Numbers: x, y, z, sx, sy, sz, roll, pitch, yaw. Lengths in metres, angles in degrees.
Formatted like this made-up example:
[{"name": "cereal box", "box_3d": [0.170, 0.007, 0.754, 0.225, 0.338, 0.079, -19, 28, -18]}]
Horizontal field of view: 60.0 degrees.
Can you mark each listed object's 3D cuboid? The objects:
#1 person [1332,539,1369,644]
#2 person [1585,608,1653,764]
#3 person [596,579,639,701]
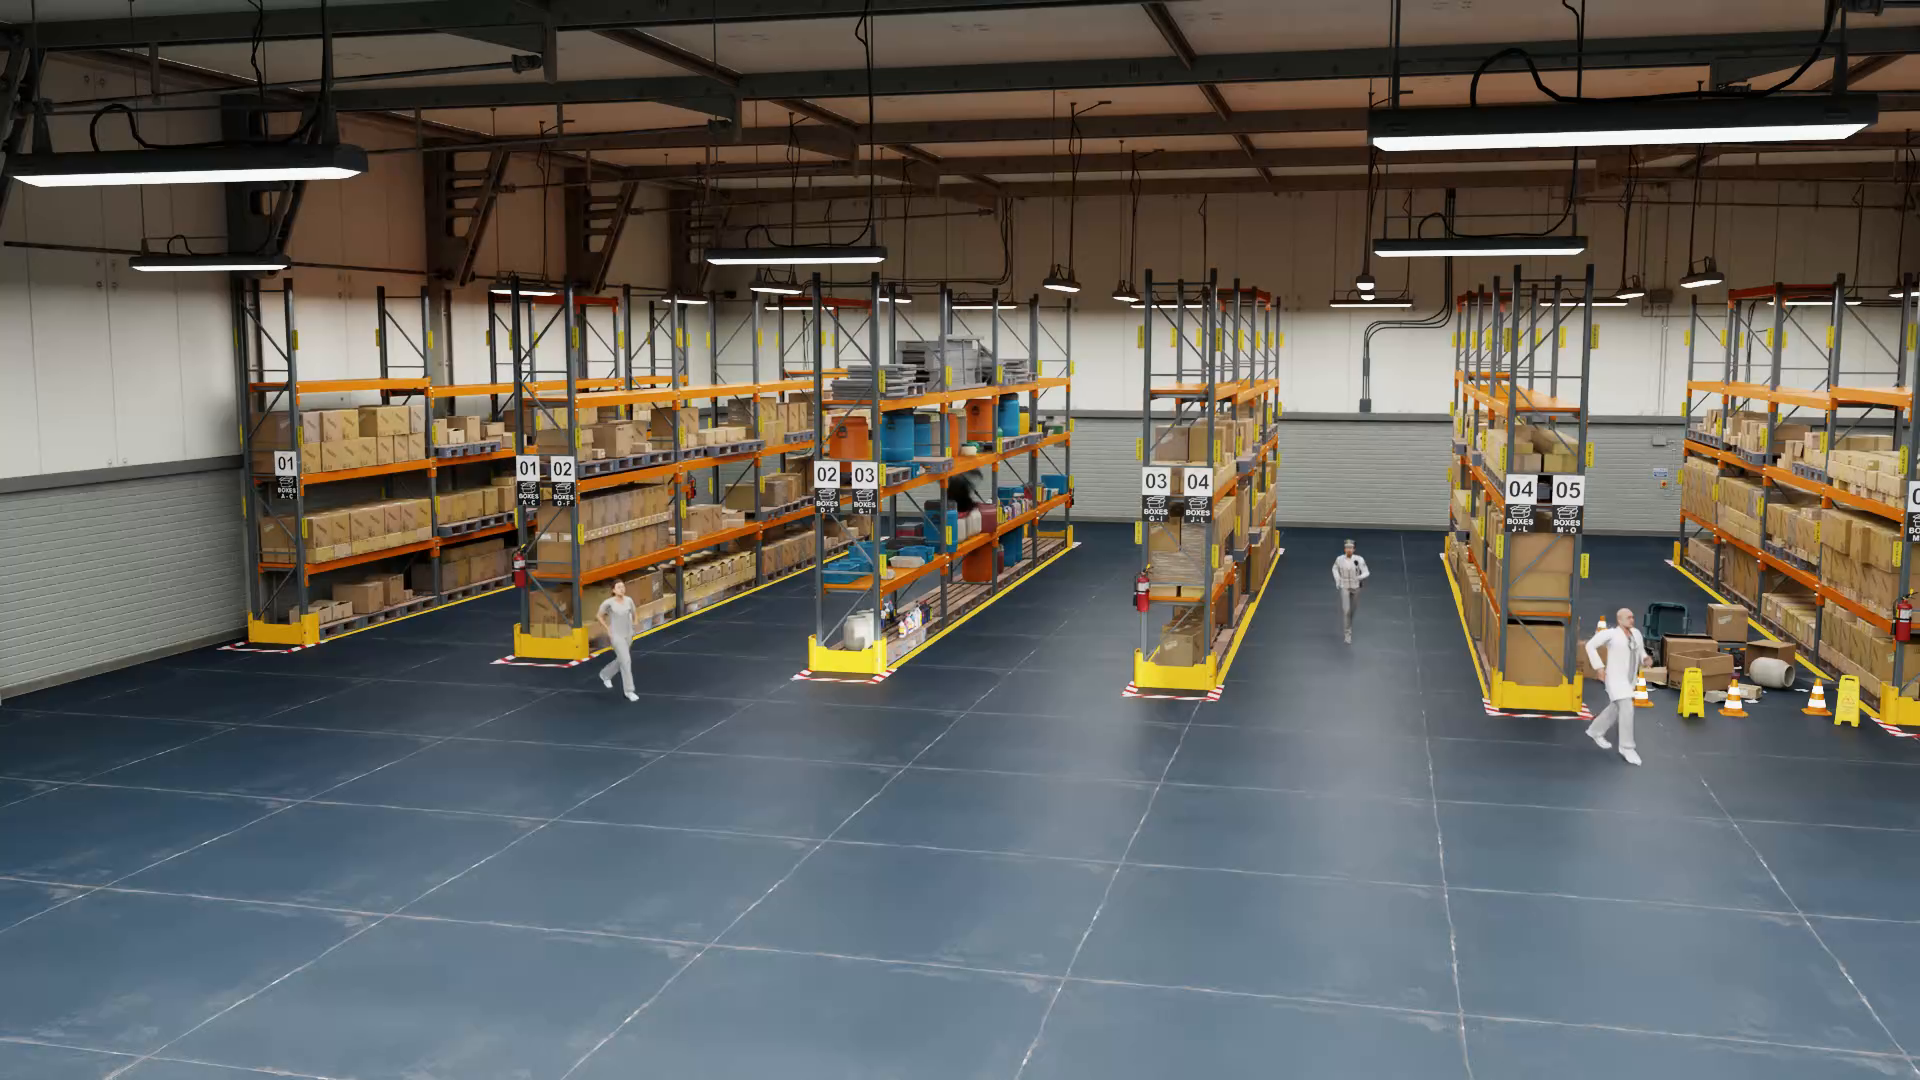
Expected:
[{"name": "person", "box_3d": [6.547, 0.830, 27.878, 0.603, 1.710, 0.821, 1, 7, 10]}, {"name": "person", "box_3d": [7.961, 1.720, 20.089, 0.693, 1.827, 0.915, -4, 8, -29]}, {"name": "person", "box_3d": [-4.791, 1.375, 23.412, 0.891, 1.680, 0.558, 7, 9, 43]}]
